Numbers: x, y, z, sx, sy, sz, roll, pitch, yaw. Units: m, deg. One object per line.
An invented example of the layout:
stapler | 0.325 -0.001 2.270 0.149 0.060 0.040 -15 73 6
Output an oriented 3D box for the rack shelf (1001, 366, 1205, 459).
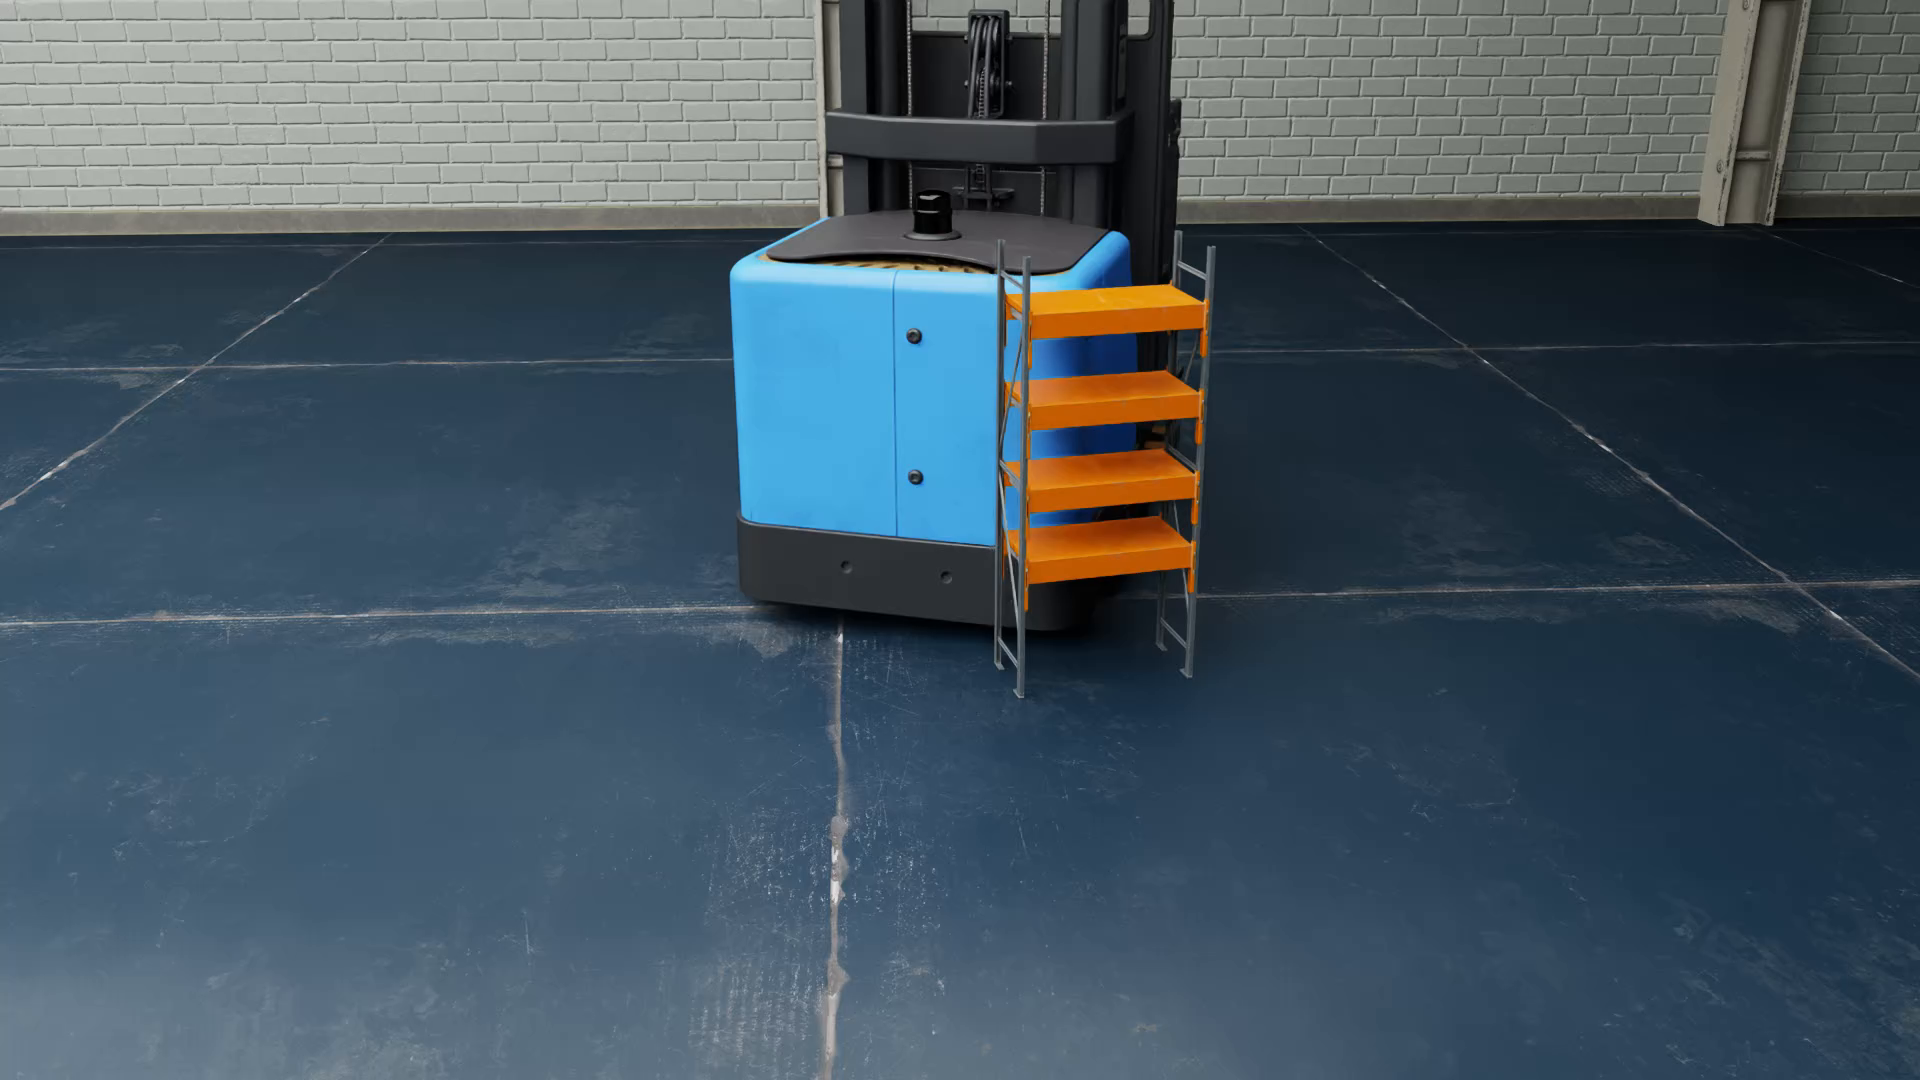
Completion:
rack shelf | 0.370 -0.340 4.389 0.480 0.148 0.258 -6 22 -14

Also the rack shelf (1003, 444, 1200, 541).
rack shelf | 0.370 -0.131 4.469 0.480 0.148 0.258 -6 22 -14

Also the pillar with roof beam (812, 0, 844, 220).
pillar with roof beam | -0.479 -4.721 5.372 0.400 9.000 9.100 -1 21 -3

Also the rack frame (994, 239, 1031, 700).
rack frame | 0.135 -0.171 4.385 0.015 1.200 0.240 -6 22 -14

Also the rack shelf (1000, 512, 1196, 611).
rack shelf | 0.370 0.054 4.539 0.480 0.148 0.258 -6 22 -14

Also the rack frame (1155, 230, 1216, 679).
rack frame | 0.606 -0.217 4.505 0.015 1.200 0.240 -6 22 -14

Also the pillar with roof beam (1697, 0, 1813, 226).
pillar with roof beam | 5.511 -4.842 5.693 0.400 9.000 9.100 -1 21 -3

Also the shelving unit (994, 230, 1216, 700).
shelving unit | 0.370 -0.194 4.445 0.503 1.200 0.258 -6 22 -14

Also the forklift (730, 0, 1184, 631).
forklift | 0.216 -1.602 5.710 1.130 2.935 3.031 6 22 14

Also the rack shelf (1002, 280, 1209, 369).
rack shelf | 0.370 -0.561 4.305 0.480 0.148 0.258 -6 22 -14
